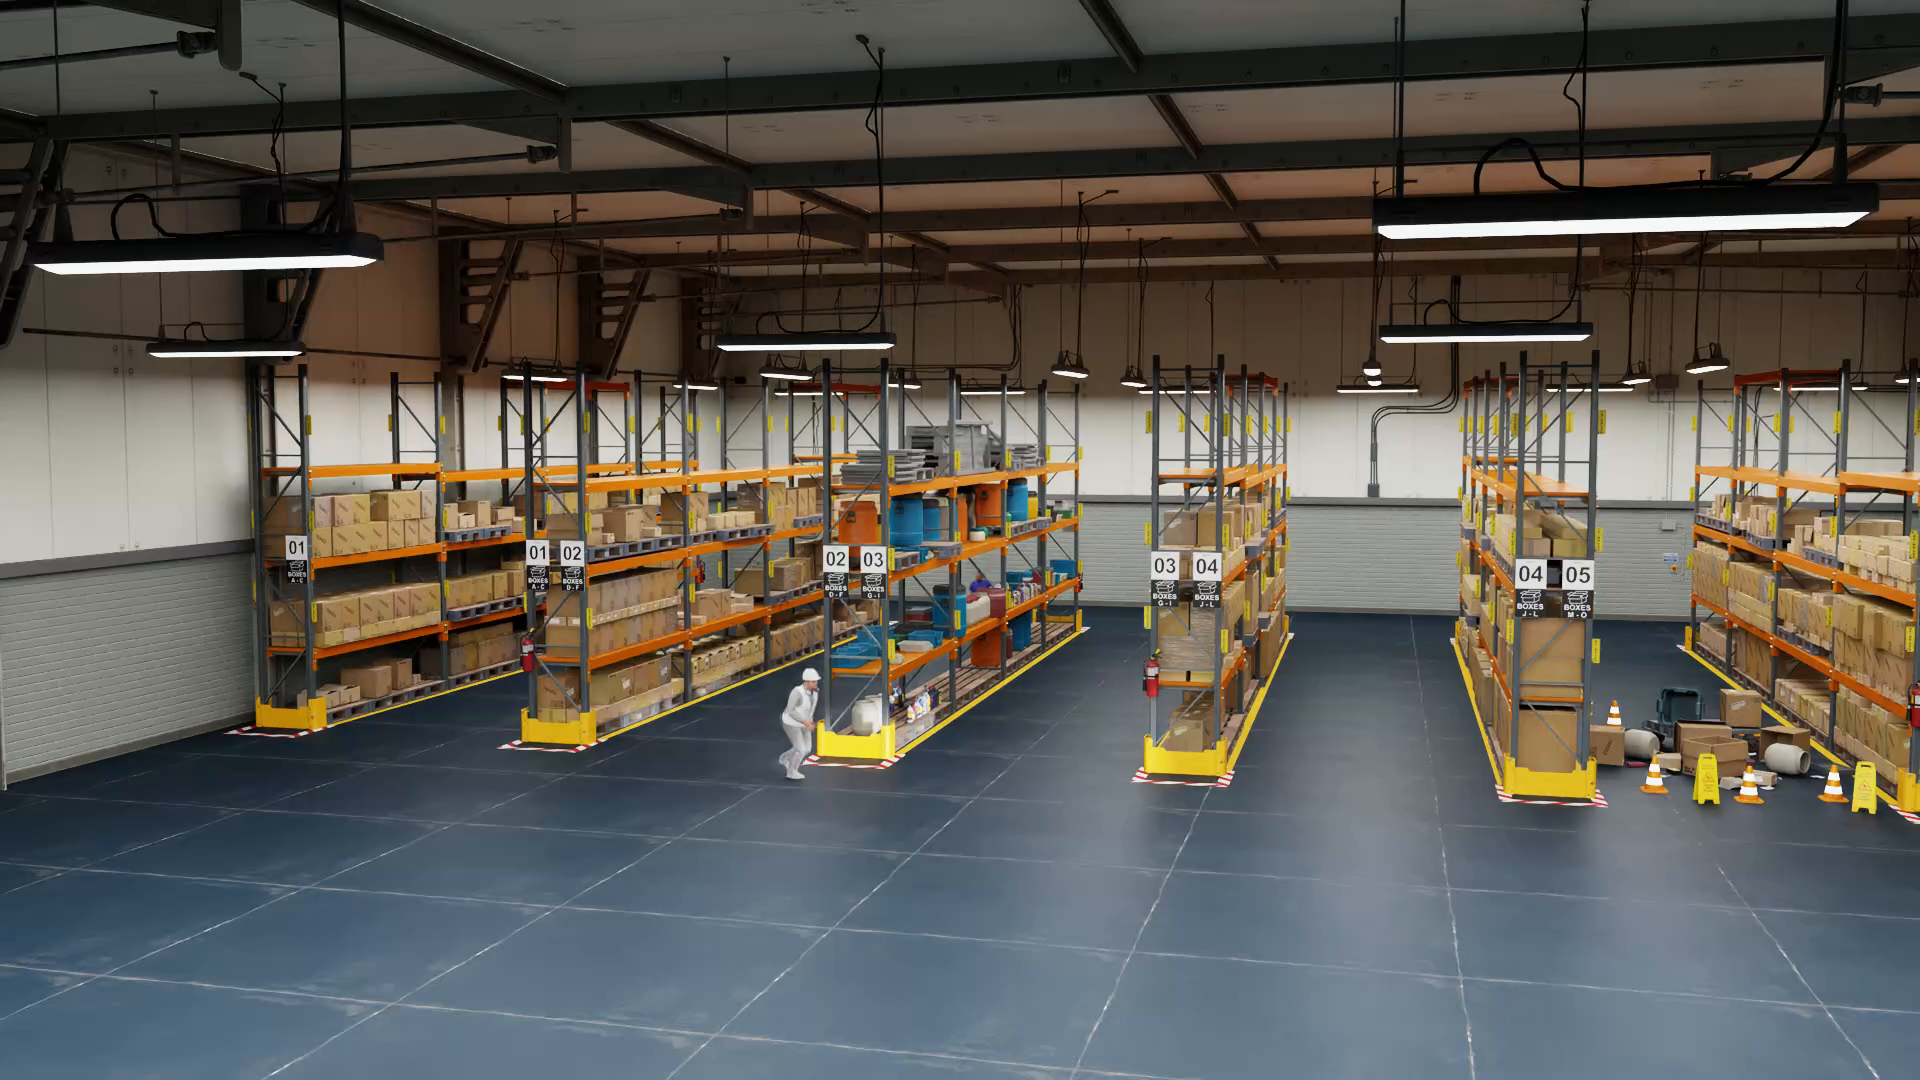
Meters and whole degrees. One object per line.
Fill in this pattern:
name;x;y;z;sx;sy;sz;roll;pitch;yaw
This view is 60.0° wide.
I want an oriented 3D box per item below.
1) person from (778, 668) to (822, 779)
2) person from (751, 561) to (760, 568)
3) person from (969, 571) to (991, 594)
person;-2.282;2.577;23.469;0.915;1.615;0.625;3;5;34
person;-4.973;1.359;40.487;0.578;1.737;0.746;1;4;18
person;0.513;1.504;39.527;0.577;1.547;0.830;1;4;8
